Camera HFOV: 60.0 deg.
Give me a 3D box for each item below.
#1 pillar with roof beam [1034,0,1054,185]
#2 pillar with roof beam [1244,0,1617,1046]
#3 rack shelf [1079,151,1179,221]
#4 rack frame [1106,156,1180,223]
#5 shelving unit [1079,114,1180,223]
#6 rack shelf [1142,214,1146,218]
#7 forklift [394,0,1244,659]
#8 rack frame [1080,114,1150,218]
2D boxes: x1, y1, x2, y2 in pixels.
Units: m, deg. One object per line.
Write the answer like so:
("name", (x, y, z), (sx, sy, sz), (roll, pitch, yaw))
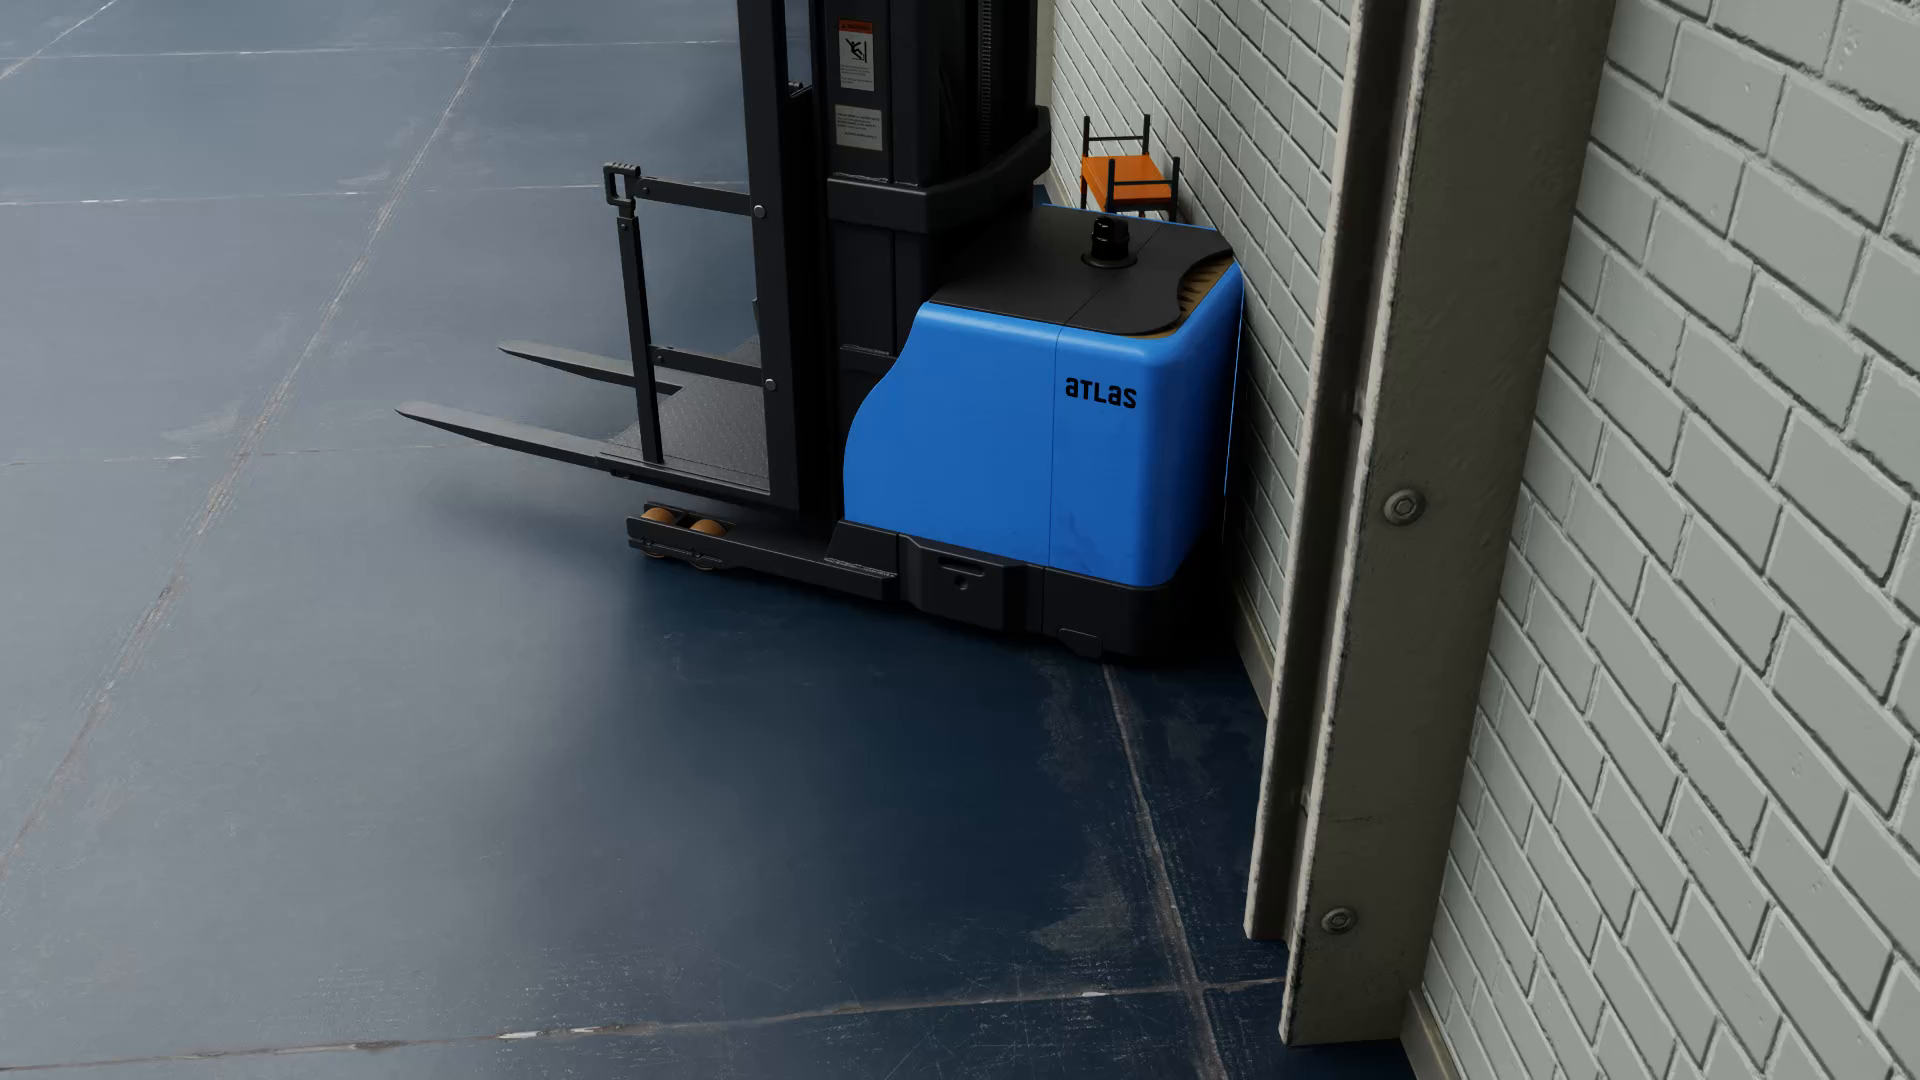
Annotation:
("pillar with roof beam", (-3.968, -5.670, 6.467), (9.100, 9.000, 0.400), (-3, 31, -5))
("pillar with roof beam", (-3.408, -2.607, 1.339), (9.100, 9.000, 0.400), (-3, 31, -5))
("rack shelf", (0.588, -1.218, 5.853), (0.258, 0.148, 0.480), (-3, 31, -5))
("rack frame", (0.614, -0.756, 5.846), (0.240, 1.200, 0.015), (-3, 31, -5))
("shelving unit", (0.588, -0.880, 6.054), (0.258, 1.200, 0.503), (-3, 31, -5))
("rack shelf", (0.588, -1.015, 5.974), (0.258, 0.148, 0.480), (-3, 31, -5))
("forklift", (-0.568, -1.389, 5.217), (3.031, 2.935, 1.130), (13, 33, 21))
("rack frame", (0.563, -1.005, 6.262), (0.240, 1.200, 0.015), (-3, 31, -5))
